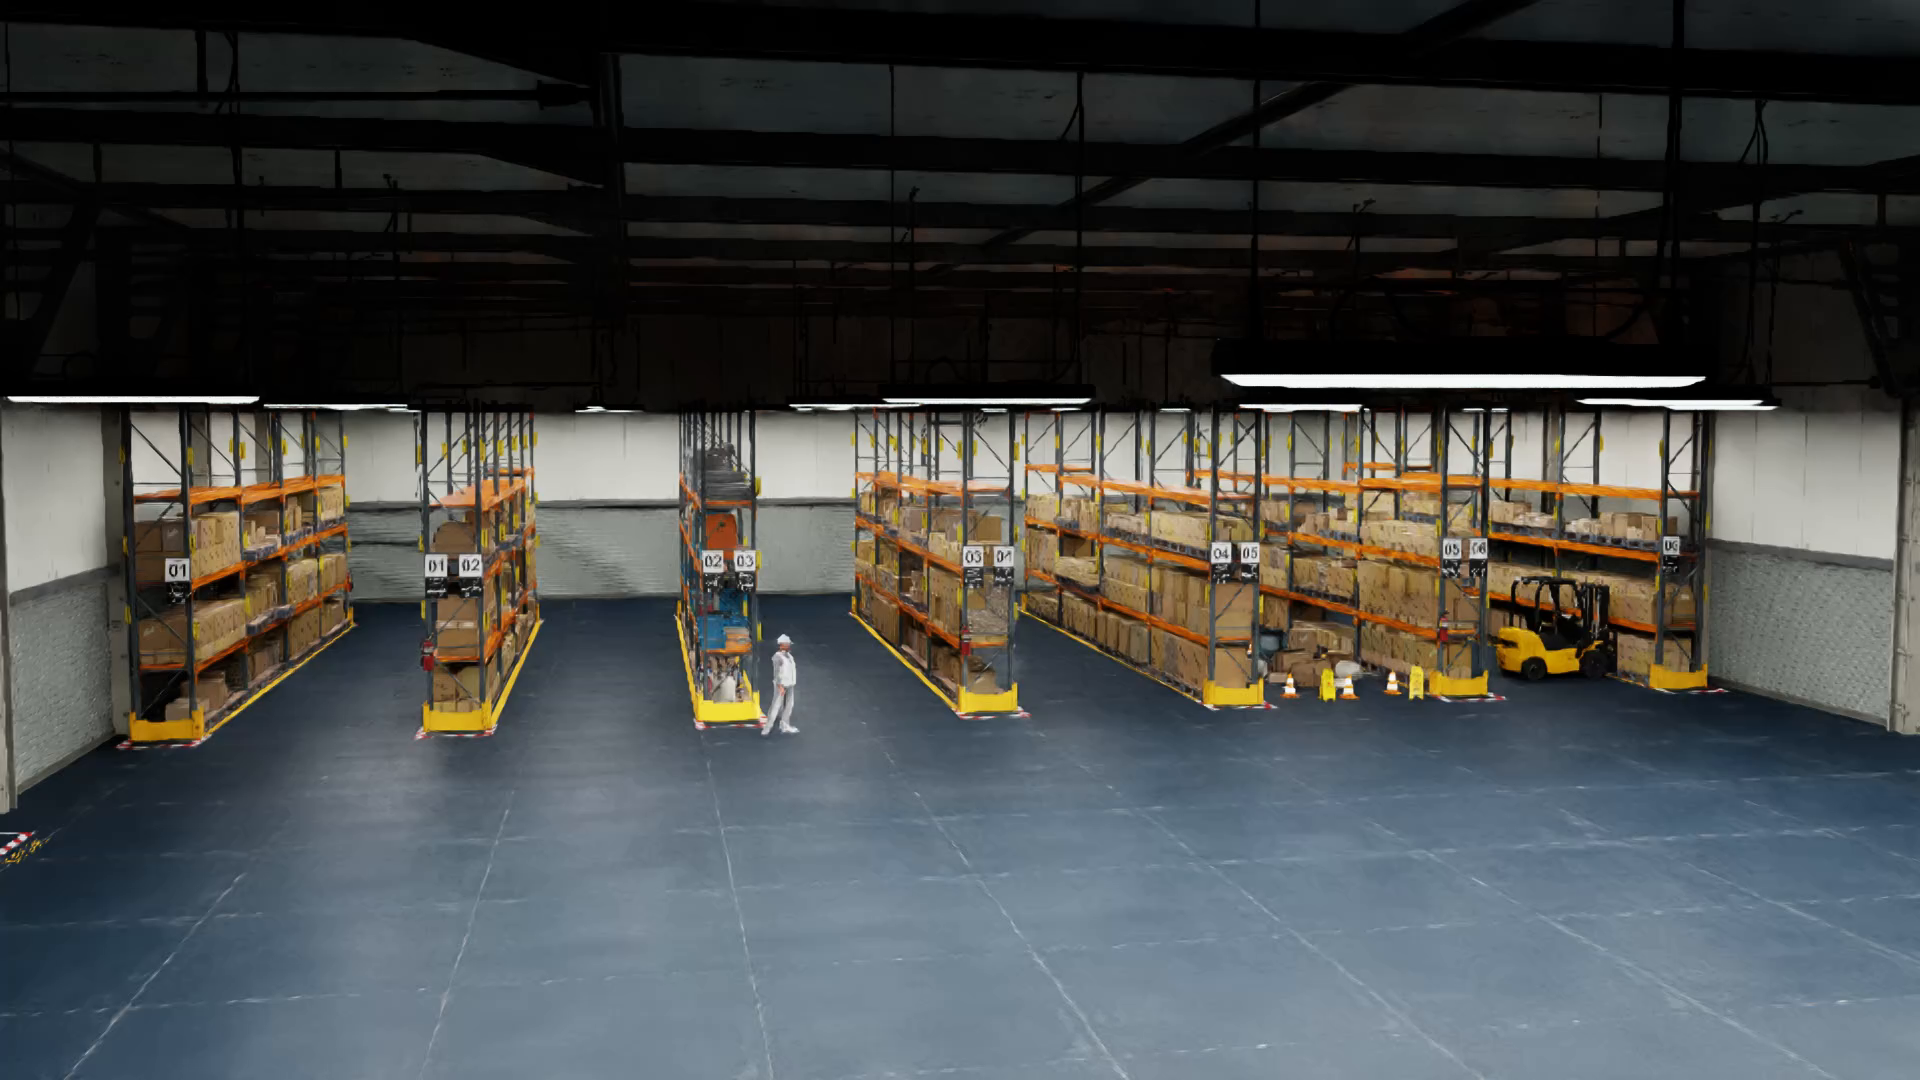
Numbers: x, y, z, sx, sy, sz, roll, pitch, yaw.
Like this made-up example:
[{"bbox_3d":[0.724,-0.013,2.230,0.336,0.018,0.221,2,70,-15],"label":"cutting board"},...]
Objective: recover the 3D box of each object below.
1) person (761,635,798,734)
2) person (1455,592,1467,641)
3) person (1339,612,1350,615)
[{"bbox_3d":[-3.252,2.593,29.832,0.470,1.770,0.694,2,5,29],"label":"person"},{"bbox_3d":[11.308,2.002,37.679,0.499,1.713,0.578,2,5,20],"label":"person"},{"bbox_3d":[11.101,1.283,47.622,0.382,1.673,0.563,0,4,-1],"label":"person"}]
